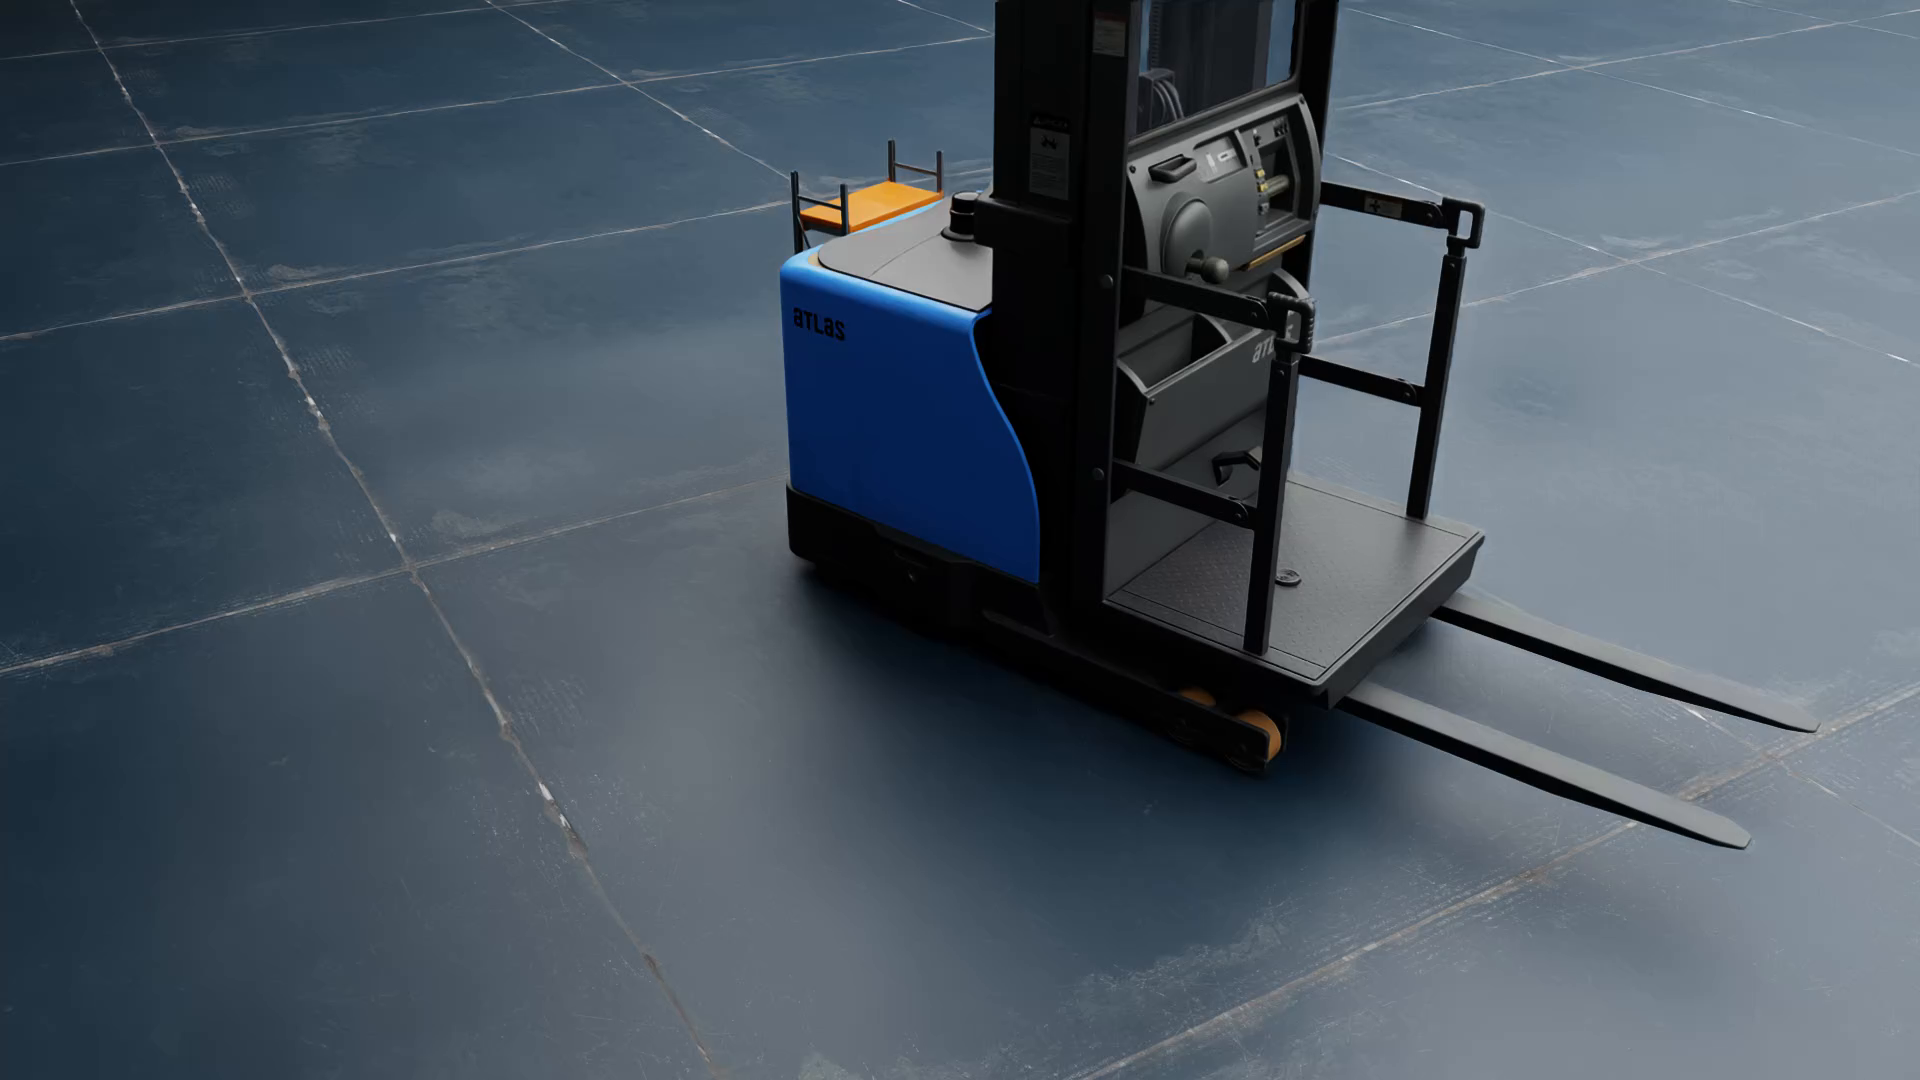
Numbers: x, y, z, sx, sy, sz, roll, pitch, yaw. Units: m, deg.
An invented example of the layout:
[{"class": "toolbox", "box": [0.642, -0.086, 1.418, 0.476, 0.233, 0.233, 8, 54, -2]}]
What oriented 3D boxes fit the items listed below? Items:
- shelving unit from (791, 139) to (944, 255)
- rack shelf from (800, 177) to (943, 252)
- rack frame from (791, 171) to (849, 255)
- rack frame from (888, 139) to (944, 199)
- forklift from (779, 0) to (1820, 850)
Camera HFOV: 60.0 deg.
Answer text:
[{"class": "shelving unit", "box": [-0.304, -0.741, 5.851, 0.258, 1.200, 0.503, 21, 35, 33]}, {"class": "rack shelf", "box": [-0.305, -1.085, 5.661, 0.258, 0.148, 0.480, 21, 35, 33]}, {"class": "rack frame", "box": [-0.457, -0.649, 5.684, 0.240, 1.200, 0.015, 21, 35, 33]}, {"class": "rack frame", "box": [-0.152, -0.833, 6.017, 0.240, 1.200, 0.015, 21, 35, 33]}, {"class": "forklift", "box": [0.895, -0.937, 4.414, 3.031, 2.935, 1.130, 21, 35, 33]}]
